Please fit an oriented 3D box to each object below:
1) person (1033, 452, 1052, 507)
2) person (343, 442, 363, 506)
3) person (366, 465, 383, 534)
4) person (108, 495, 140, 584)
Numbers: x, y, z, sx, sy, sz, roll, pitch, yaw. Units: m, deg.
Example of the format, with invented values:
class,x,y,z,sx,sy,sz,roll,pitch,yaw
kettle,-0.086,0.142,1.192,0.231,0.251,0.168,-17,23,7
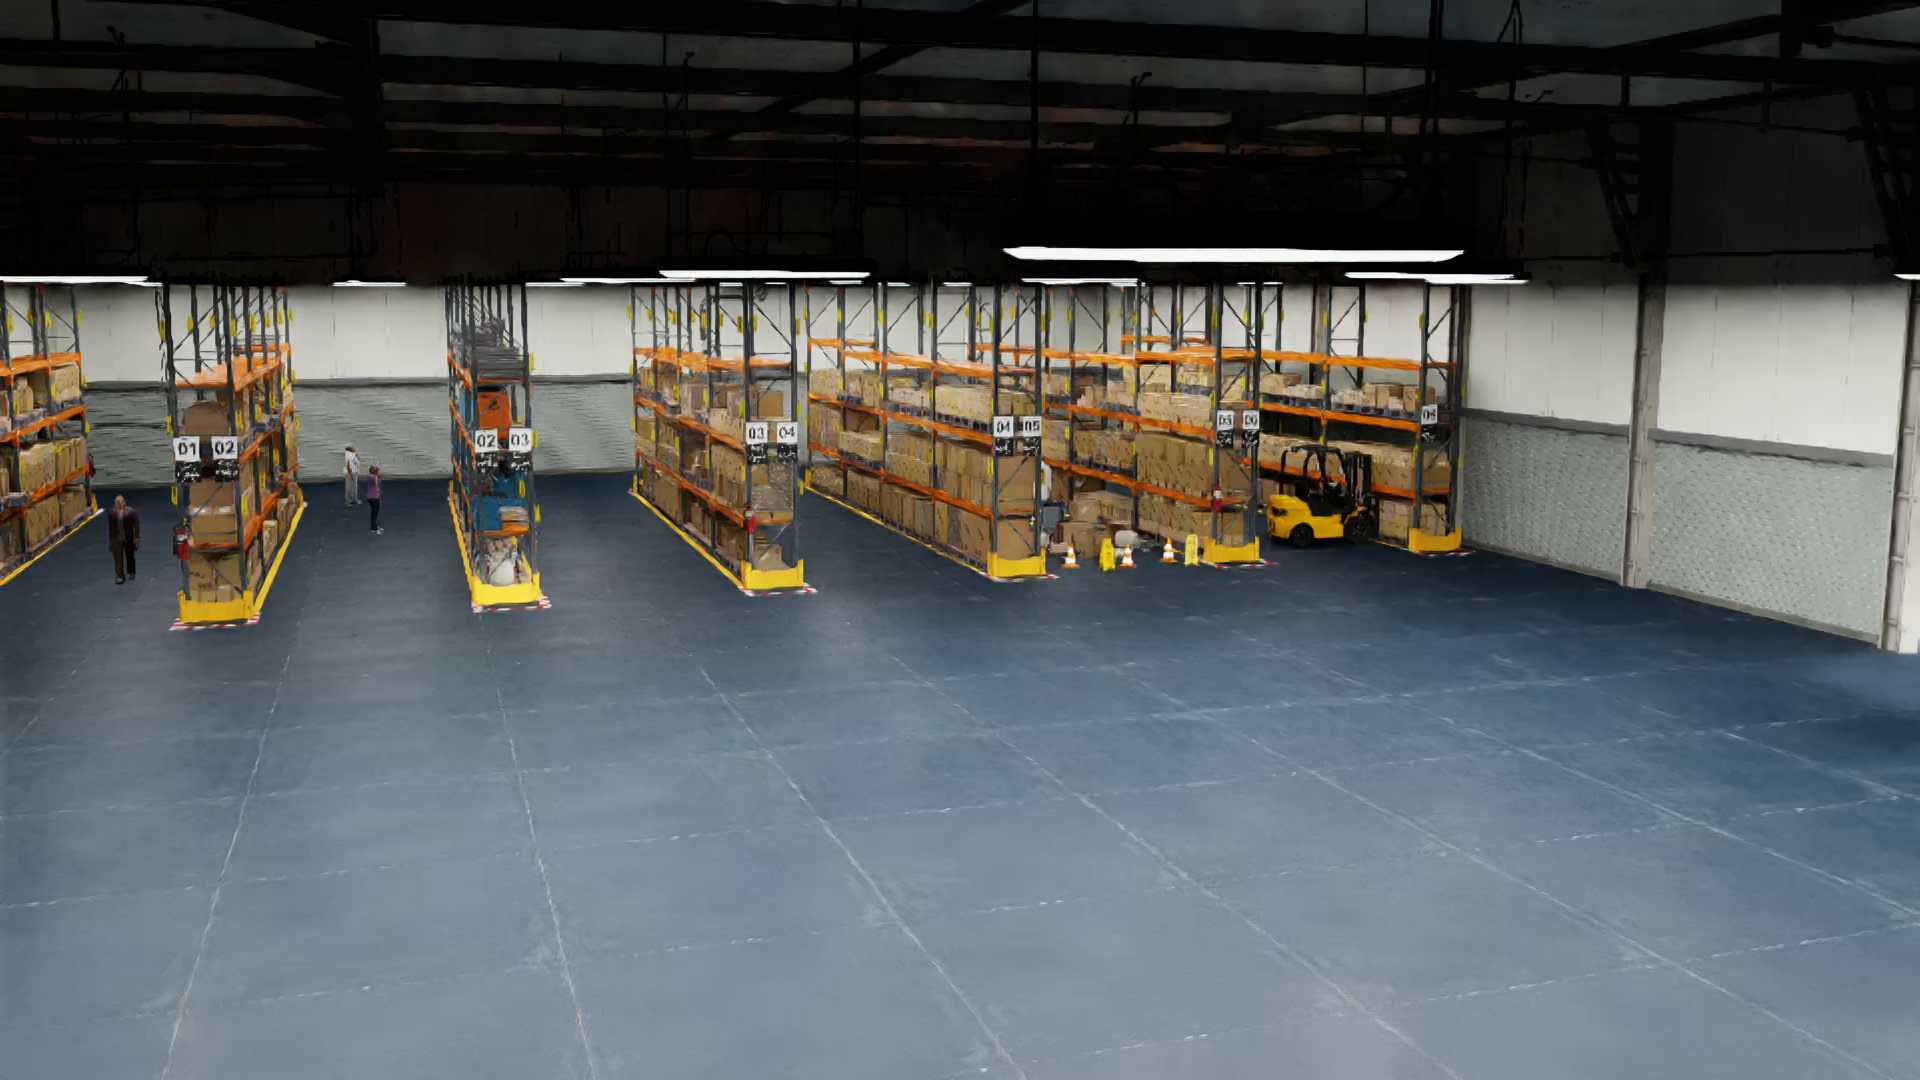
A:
class,x,y,z,sx,sy,sz,roll,pitch,yaw
person,1.999,-1.255,40.368,0.638,1.785,0.505,8,12,41
person,-16.153,-1.762,44.139,0.398,1.670,0.588,-1,9,-5
person,-13.729,-0.953,39.091,0.419,1.572,0.503,-8,12,-44
person,-16.362,-0.032,32.555,0.600,1.725,1.111,-3,9,-19
